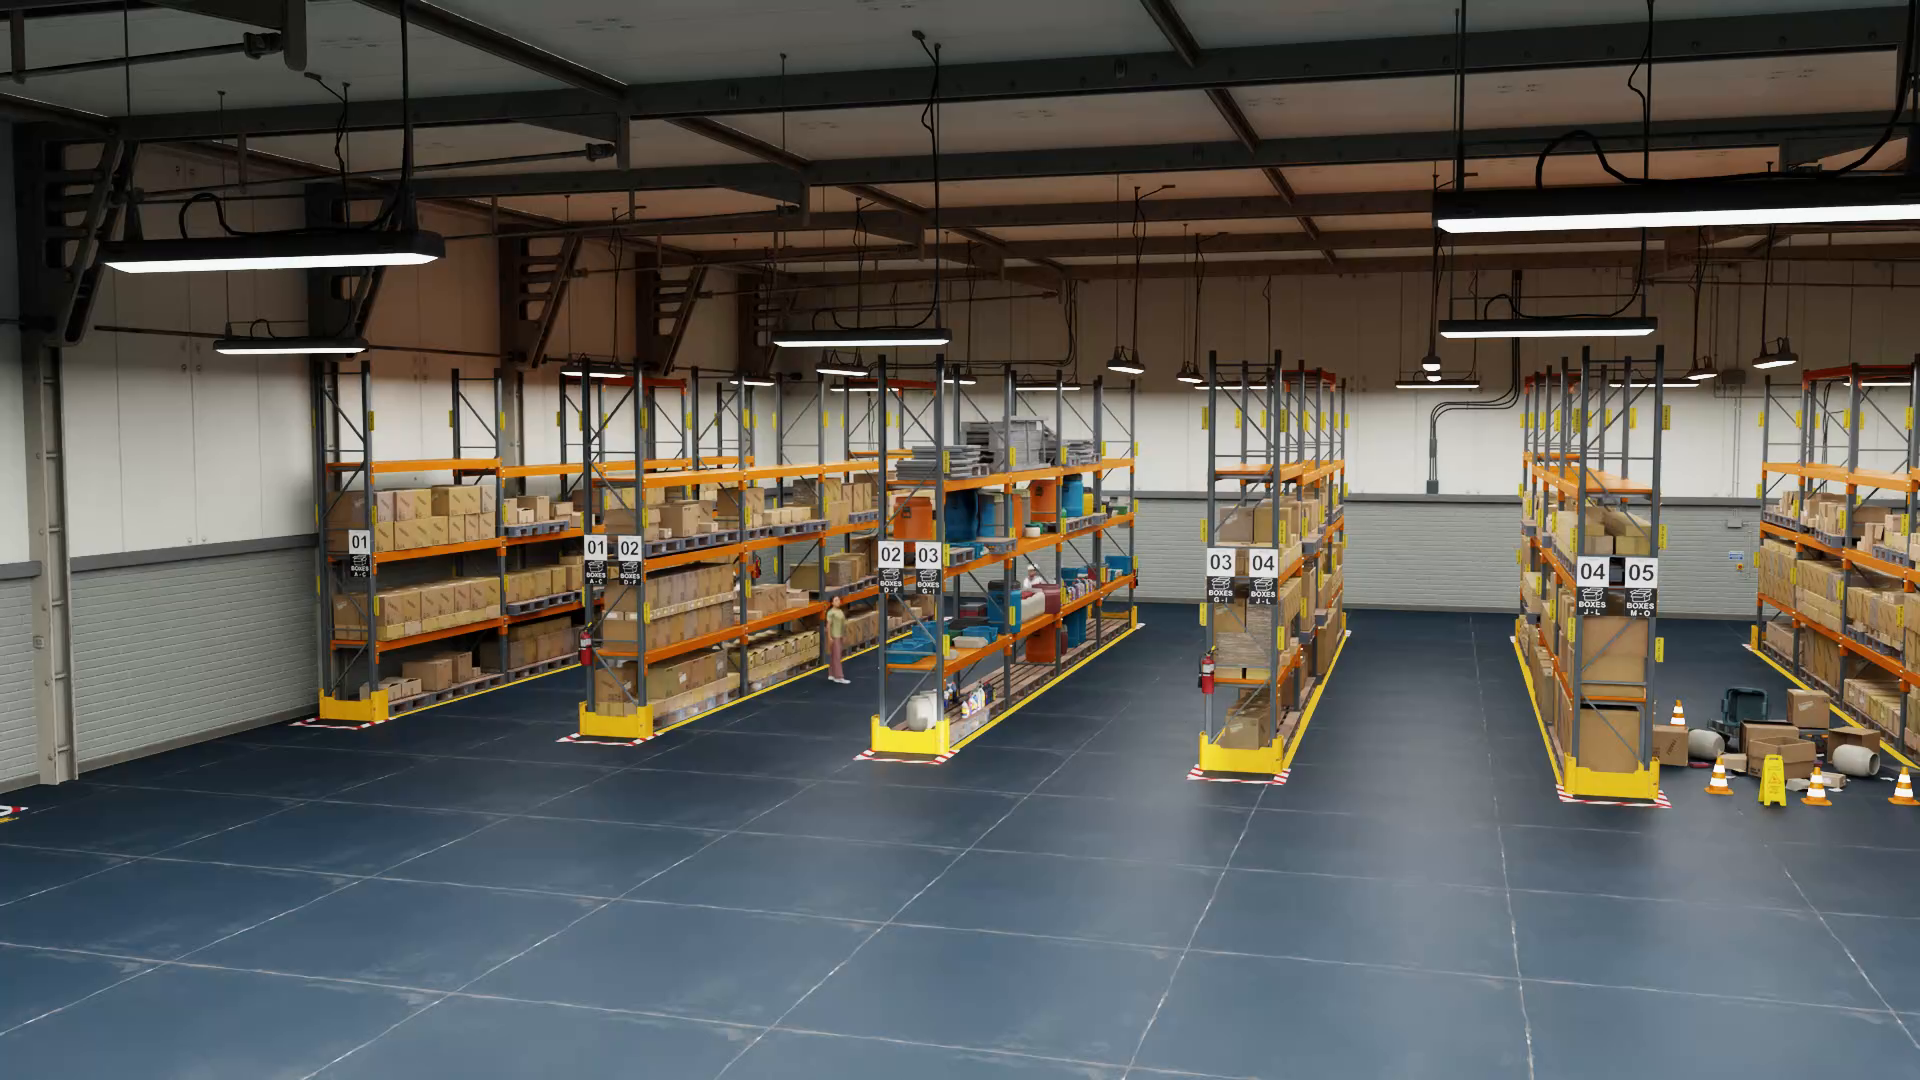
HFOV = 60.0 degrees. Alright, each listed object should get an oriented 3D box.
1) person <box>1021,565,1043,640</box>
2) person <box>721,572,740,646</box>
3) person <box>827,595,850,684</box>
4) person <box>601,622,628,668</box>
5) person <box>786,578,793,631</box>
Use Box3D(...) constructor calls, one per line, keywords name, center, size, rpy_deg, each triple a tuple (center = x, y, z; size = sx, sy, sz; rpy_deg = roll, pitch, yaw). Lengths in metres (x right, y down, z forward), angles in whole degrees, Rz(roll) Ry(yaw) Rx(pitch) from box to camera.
Box3D(name="person", center=(1.663, 1.415, 38.127), size=(0.599, 1.728, 0.977), rpy_deg=(3, 5, 40))
Box3D(name="person", center=(-4.971, 1.552, 36.063), size=(0.709, 1.738, 1.049), rpy_deg=(1, 4, 13))
Box3D(name="person", center=(-2.298, 1.890, 31.859), size=(0.519, 1.684, 0.485), rpy_deg=(1, 4, 19))
Box3D(name="person", center=(-6.282, 1.946, 30.623), size=(0.638, 1.752, 0.672), rpy_deg=(-1, 4, -10))
Box3D(name="person", center=(-3.865, 1.442, 39.102), size=(0.566, 1.590, 0.648), rpy_deg=(2, 4, 22))
